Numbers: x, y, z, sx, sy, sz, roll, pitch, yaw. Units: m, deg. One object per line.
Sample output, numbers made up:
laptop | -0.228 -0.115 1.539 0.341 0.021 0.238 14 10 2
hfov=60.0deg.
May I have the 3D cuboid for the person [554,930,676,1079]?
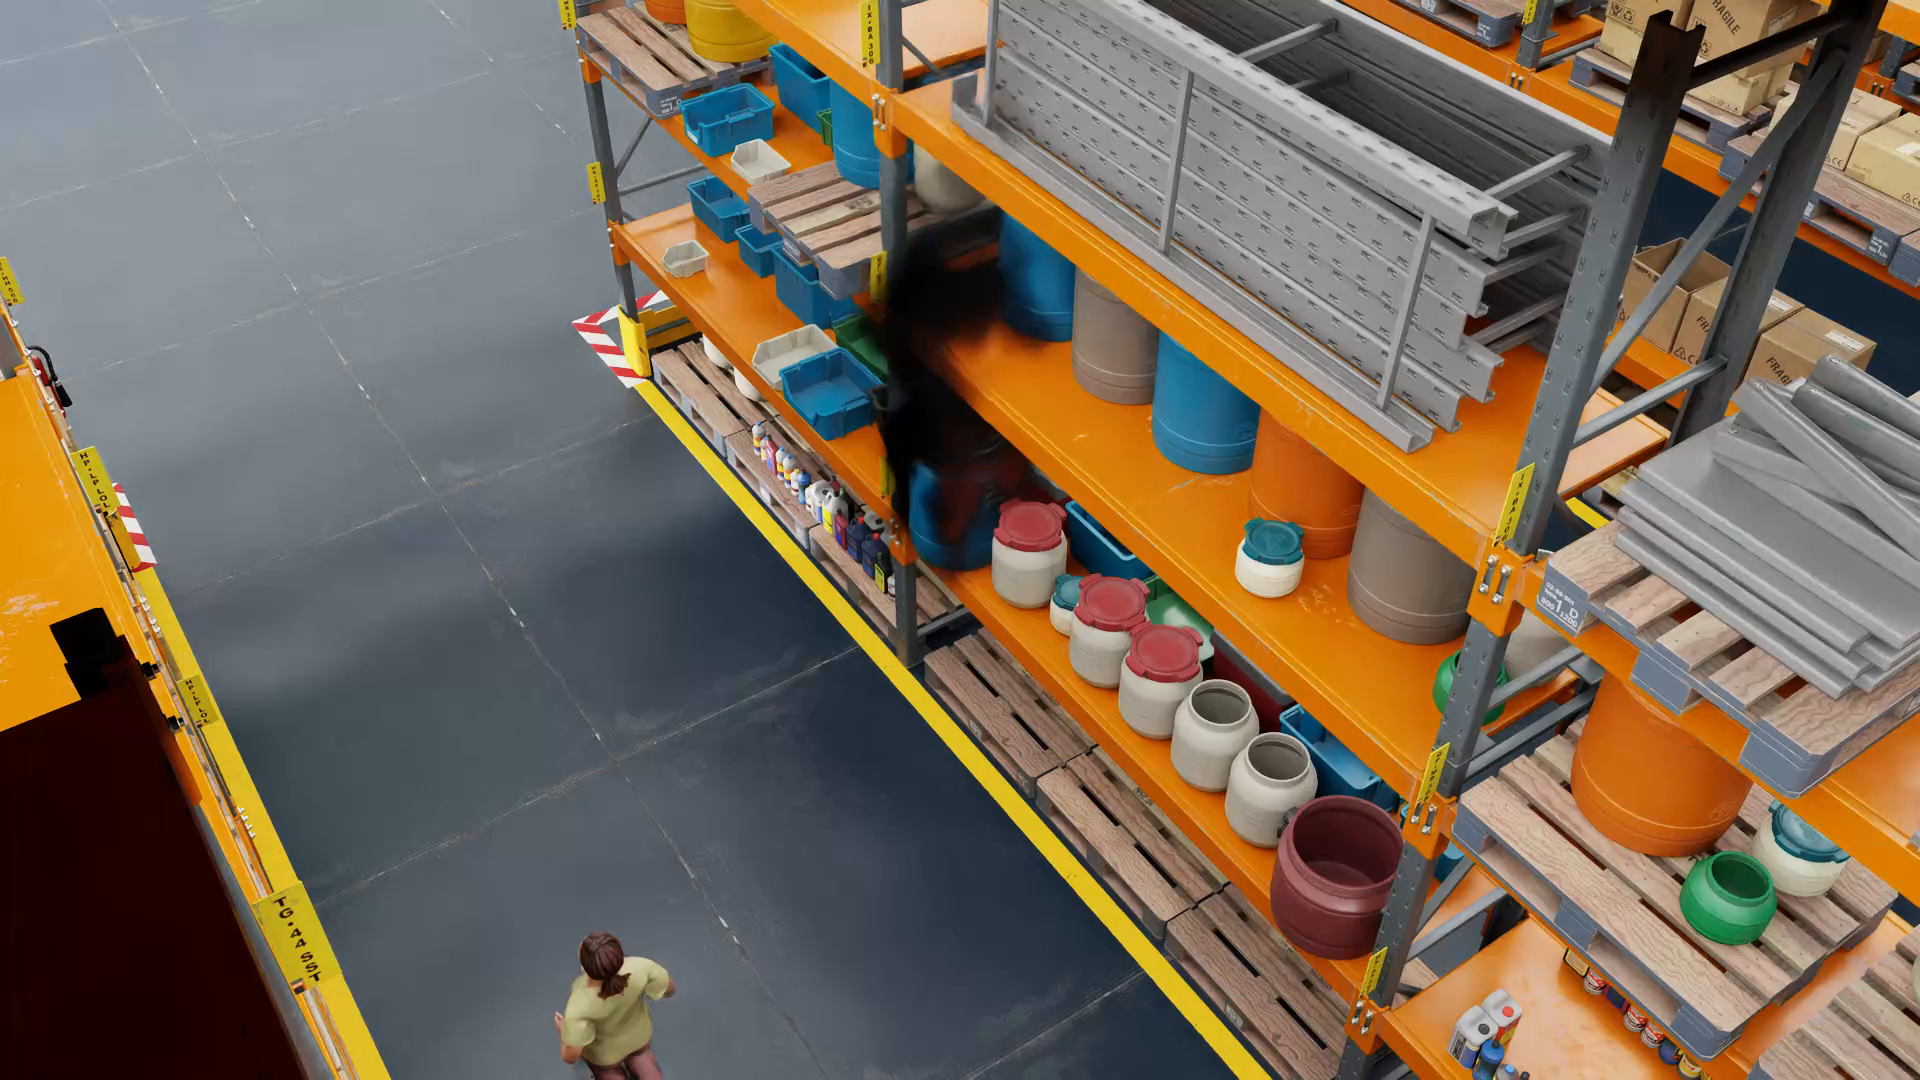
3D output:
person | -1.572 2.292 7.637 0.581 1.630 0.582 -29 50 -28
